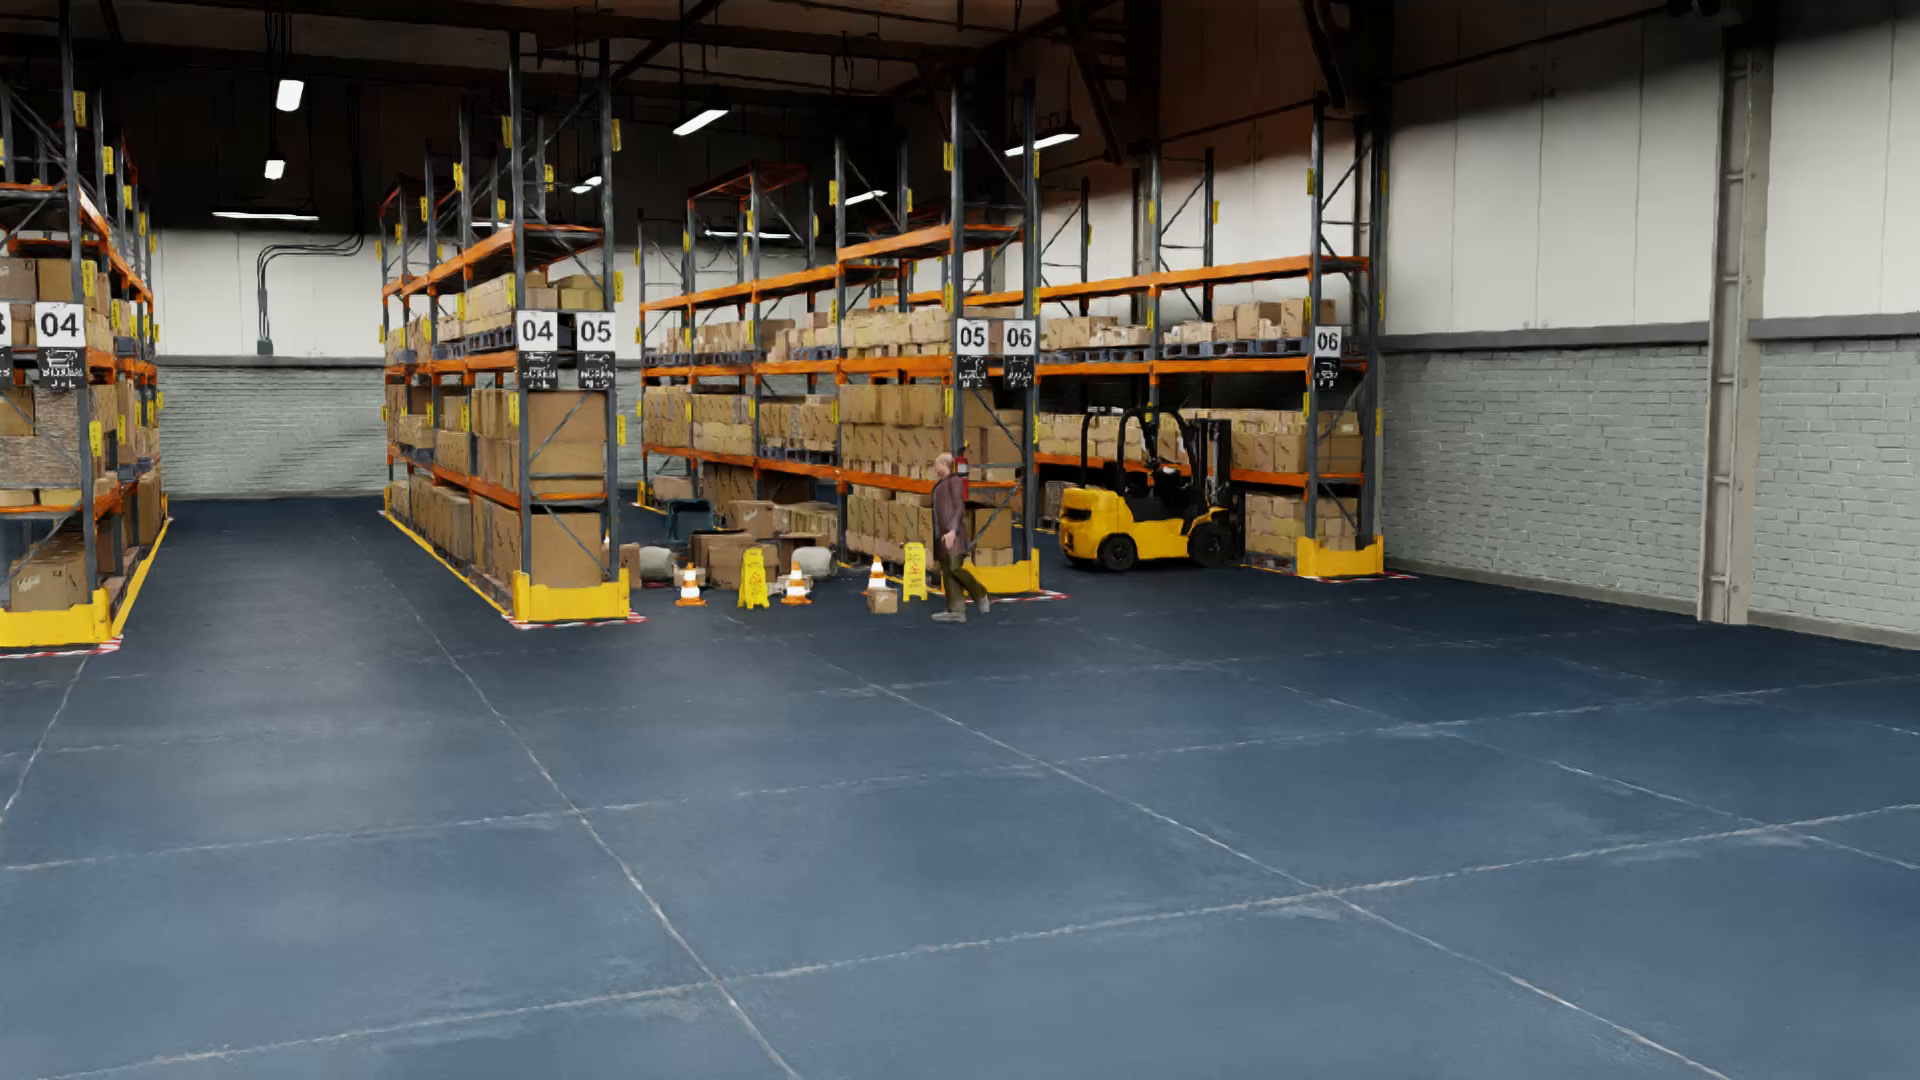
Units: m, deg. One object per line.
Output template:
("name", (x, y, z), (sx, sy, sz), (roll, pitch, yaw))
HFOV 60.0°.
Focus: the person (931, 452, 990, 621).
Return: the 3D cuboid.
("person", (-0.031, -0.042, 17.299), (0.634, 1.741, 0.648), (-3, 6, -29))
